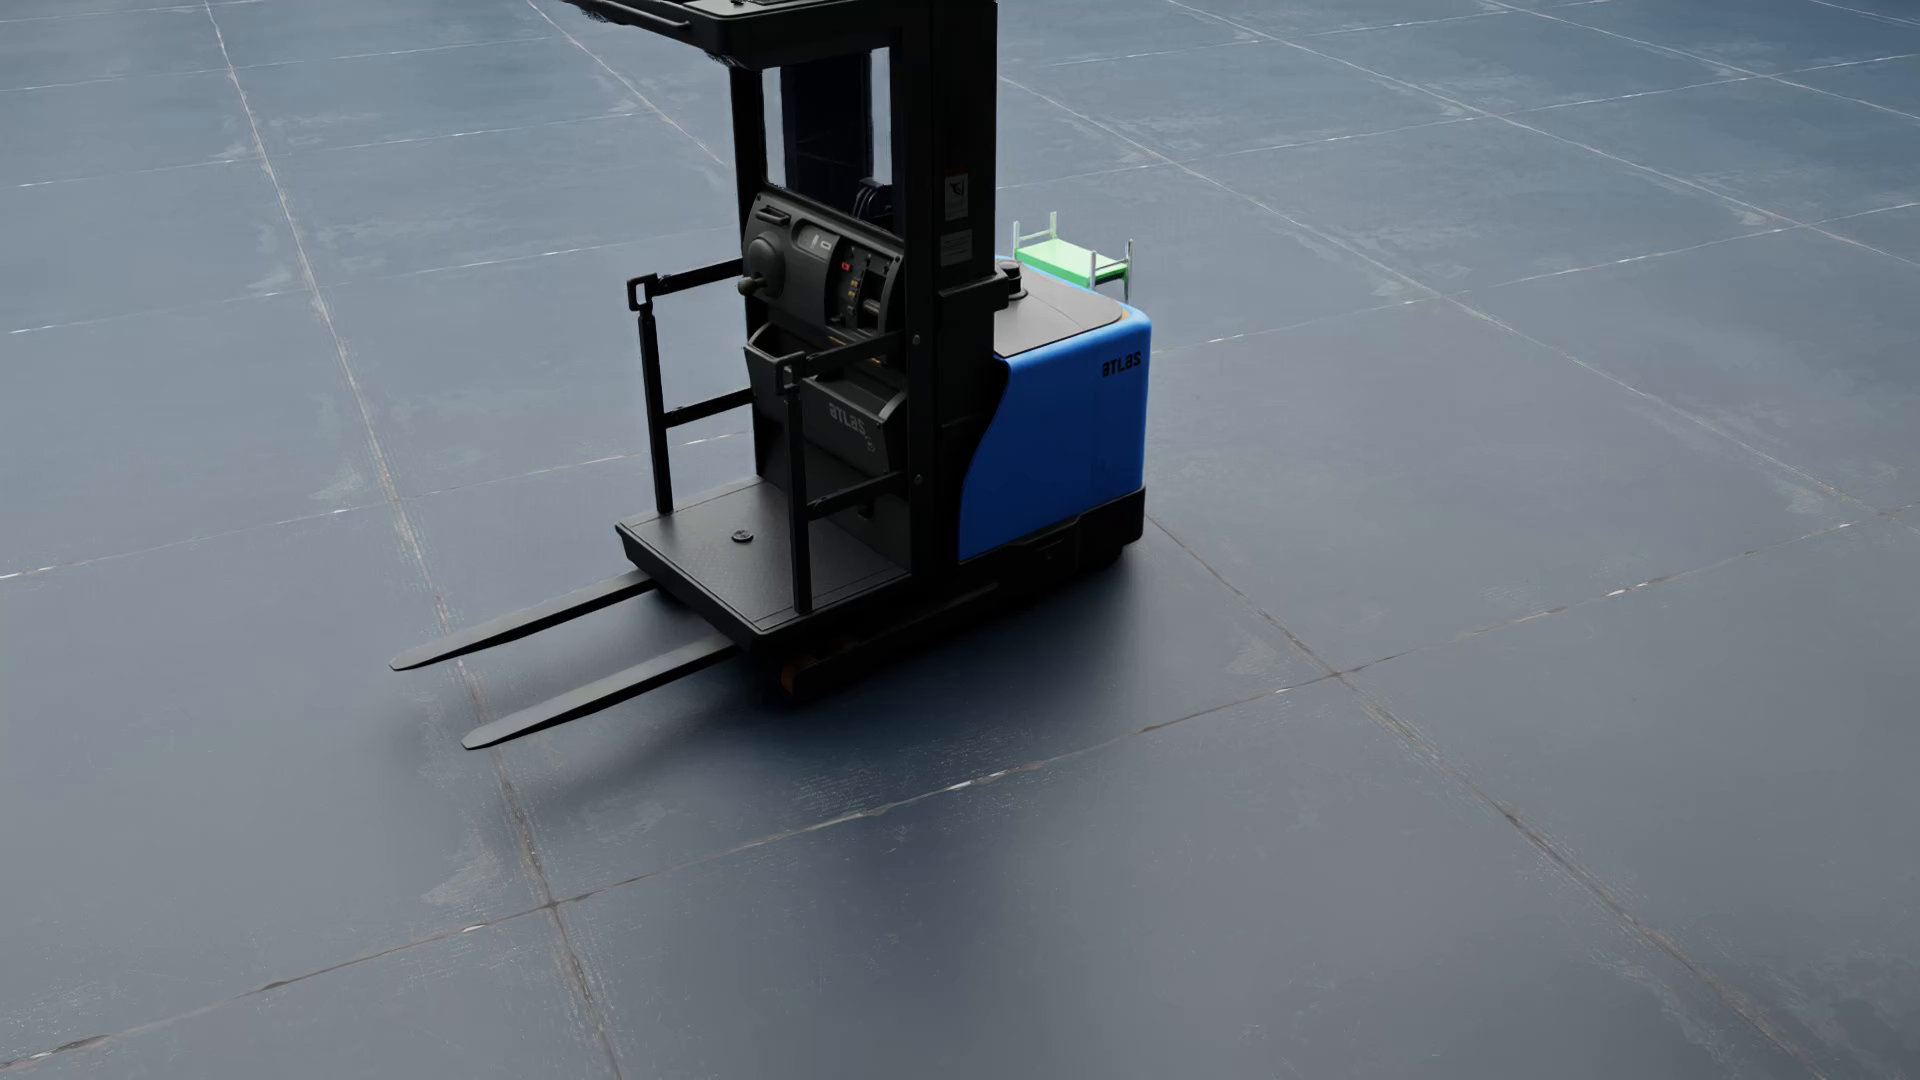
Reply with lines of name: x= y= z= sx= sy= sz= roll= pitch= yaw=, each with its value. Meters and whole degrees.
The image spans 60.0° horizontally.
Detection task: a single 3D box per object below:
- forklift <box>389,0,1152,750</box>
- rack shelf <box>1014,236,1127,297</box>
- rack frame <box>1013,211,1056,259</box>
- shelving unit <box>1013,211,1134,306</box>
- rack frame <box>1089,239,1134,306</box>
forklift: x=-0.676 y=-0.977 z=5.996 sx=3.031 sy=2.935 sz=1.130 roll=-22 pitch=36 yaw=-33
rack shelf: x=0.487 y=-1.172 z=7.262 sx=0.258 sy=0.148 sz=0.480 roll=-22 pitch=36 yaw=-34
rack frame: x=0.332 y=-0.901 z=7.630 sx=0.240 sy=1.200 sz=0.015 roll=-22 pitch=36 yaw=-34
shelving unit: x=0.487 y=-0.809 z=7.465 sx=0.258 sy=1.200 sz=0.503 roll=-22 pitch=36 yaw=-34
rack frame: x=0.642 y=-0.717 z=7.301 sx=0.240 sy=1.200 sz=0.015 roll=-22 pitch=36 yaw=-34
